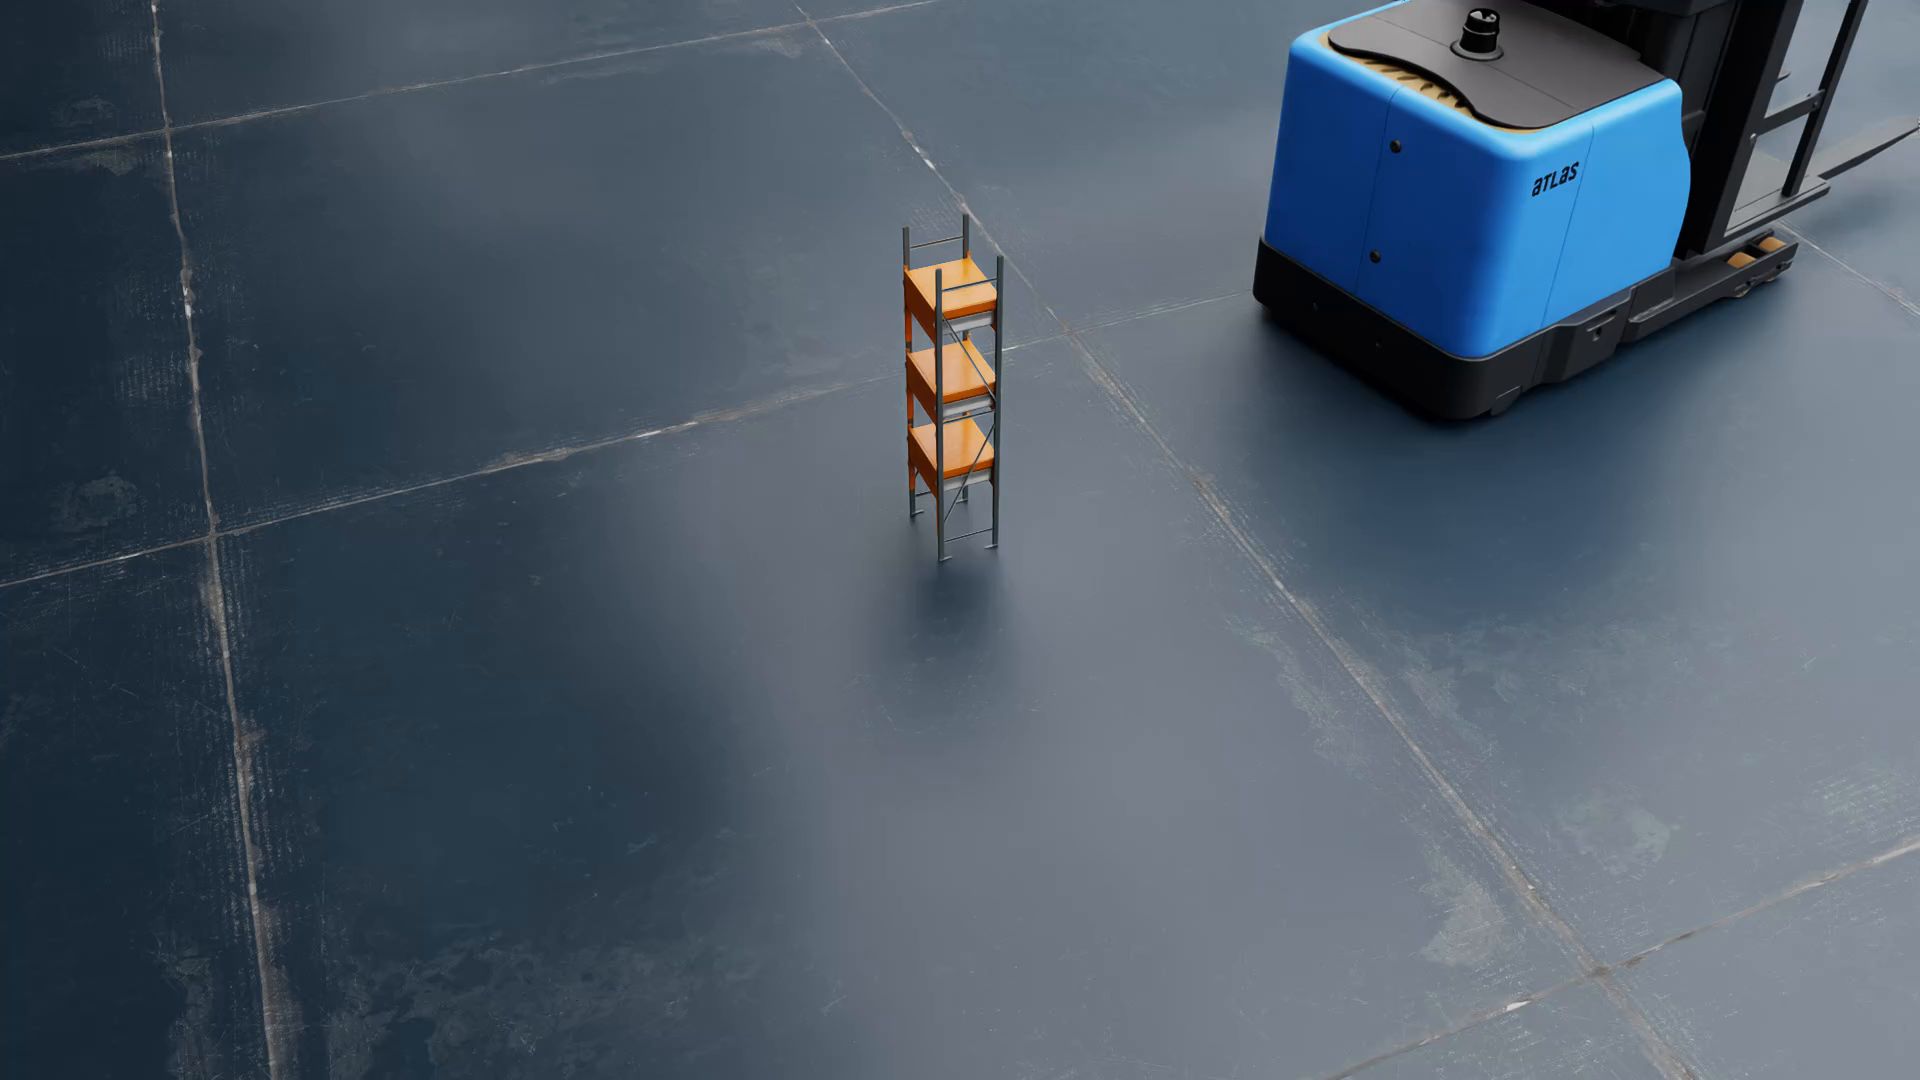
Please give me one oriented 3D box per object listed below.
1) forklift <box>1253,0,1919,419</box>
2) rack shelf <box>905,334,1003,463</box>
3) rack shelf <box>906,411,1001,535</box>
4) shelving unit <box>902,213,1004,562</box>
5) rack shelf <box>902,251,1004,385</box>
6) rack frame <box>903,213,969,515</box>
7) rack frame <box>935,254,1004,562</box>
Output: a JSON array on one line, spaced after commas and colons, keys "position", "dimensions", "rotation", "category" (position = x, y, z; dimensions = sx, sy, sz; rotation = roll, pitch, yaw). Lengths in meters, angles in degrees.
[{"position": [2.588, -2.289, 5.663], "dimensions": [3.031, 2.935, 1.130], "rotation": [-25, 47, -26], "category": "forklift"}, {"position": [-0.020, -0.422, 4.952], "dimensions": [0.215, 0.259, 0.240], "rotation": [-15, 43, -17], "category": "rack shelf"}, {"position": [-0.020, -0.212, 5.133], "dimensions": [0.215, 0.259, 0.240], "rotation": [-15, 43, -17], "category": "rack shelf"}, {"position": [-0.020, -0.430, 4.945], "dimensions": [0.215, 1.050, 0.252], "rotation": [-15, 43, -17], "category": "shelving unit"}, {"position": [-0.020, -0.637, 4.767], "dimensions": [0.215, 0.259, 0.240], "rotation": [-15, 43, -17], "category": "rack shelf"}, {"position": [-0.067, -0.504, 5.031], "dimensions": [0.200, 1.050, 0.008], "rotation": [-15, 43, -17], "category": "rack frame"}, {"position": [0.026, -0.357, 4.860], "dimensions": [0.200, 1.050, 0.008], "rotation": [-15, 43, -17], "category": "rack frame"}]
